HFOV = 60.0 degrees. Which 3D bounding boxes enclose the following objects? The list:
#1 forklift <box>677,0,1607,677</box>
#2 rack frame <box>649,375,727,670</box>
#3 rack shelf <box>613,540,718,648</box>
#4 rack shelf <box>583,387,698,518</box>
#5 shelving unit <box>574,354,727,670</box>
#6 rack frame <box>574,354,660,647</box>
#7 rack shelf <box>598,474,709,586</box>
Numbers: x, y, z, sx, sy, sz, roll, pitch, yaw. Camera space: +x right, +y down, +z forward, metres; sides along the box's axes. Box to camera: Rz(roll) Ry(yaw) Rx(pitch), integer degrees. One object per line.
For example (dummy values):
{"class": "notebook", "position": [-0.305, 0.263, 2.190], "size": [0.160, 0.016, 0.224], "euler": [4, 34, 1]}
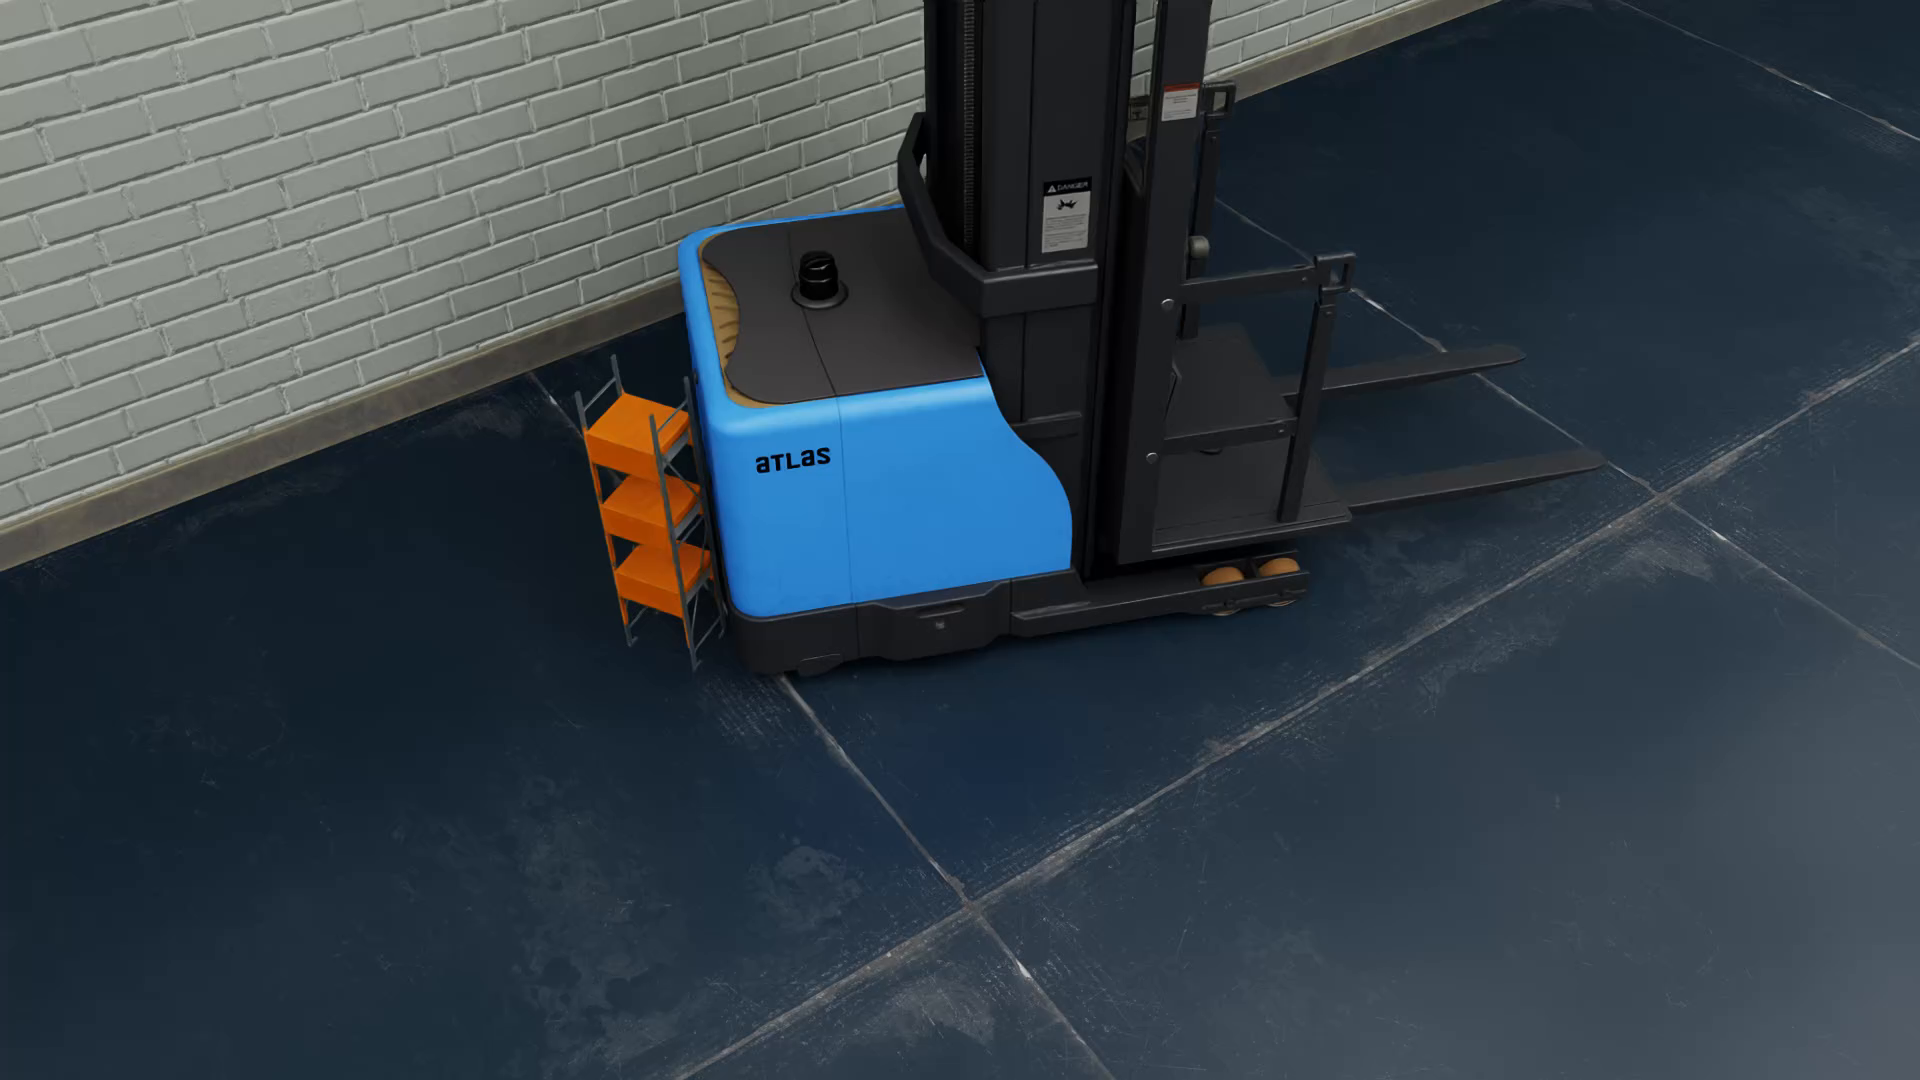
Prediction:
{"class": "forklift", "position": [0.674, -1.159, 4.841], "size": [3.031, 2.935, 1.130], "euler": [-9, 44, -9]}
{"class": "rack frame", "position": [-0.811, -0.025, 5.014], "size": [0.008, 1.050, 0.200], "euler": [17, 47, 18]}
{"class": "rack shelf", "position": [-0.921, 0.148, 5.251], "size": [0.240, 0.259, 0.215], "euler": [17, 47, 18]}
{"class": "rack shelf", "position": [-0.924, -0.256, 4.861], "size": [0.240, 0.259, 0.215], "euler": [17, 47, 18]}
{"class": "shelving unit", "position": [-0.922, -0.060, 5.051], "size": [0.252, 1.050, 0.215], "euler": [17, 47, 18]}
{"class": "rack frame", "position": [-1.033, -0.095, 5.088], "size": [0.008, 1.050, 0.200], "euler": [17, 47, 18]}
{"class": "rack shelf", "position": [-0.922, -0.052, 5.058], "size": [0.240, 0.259, 0.215], "euler": [17, 47, 18]}
